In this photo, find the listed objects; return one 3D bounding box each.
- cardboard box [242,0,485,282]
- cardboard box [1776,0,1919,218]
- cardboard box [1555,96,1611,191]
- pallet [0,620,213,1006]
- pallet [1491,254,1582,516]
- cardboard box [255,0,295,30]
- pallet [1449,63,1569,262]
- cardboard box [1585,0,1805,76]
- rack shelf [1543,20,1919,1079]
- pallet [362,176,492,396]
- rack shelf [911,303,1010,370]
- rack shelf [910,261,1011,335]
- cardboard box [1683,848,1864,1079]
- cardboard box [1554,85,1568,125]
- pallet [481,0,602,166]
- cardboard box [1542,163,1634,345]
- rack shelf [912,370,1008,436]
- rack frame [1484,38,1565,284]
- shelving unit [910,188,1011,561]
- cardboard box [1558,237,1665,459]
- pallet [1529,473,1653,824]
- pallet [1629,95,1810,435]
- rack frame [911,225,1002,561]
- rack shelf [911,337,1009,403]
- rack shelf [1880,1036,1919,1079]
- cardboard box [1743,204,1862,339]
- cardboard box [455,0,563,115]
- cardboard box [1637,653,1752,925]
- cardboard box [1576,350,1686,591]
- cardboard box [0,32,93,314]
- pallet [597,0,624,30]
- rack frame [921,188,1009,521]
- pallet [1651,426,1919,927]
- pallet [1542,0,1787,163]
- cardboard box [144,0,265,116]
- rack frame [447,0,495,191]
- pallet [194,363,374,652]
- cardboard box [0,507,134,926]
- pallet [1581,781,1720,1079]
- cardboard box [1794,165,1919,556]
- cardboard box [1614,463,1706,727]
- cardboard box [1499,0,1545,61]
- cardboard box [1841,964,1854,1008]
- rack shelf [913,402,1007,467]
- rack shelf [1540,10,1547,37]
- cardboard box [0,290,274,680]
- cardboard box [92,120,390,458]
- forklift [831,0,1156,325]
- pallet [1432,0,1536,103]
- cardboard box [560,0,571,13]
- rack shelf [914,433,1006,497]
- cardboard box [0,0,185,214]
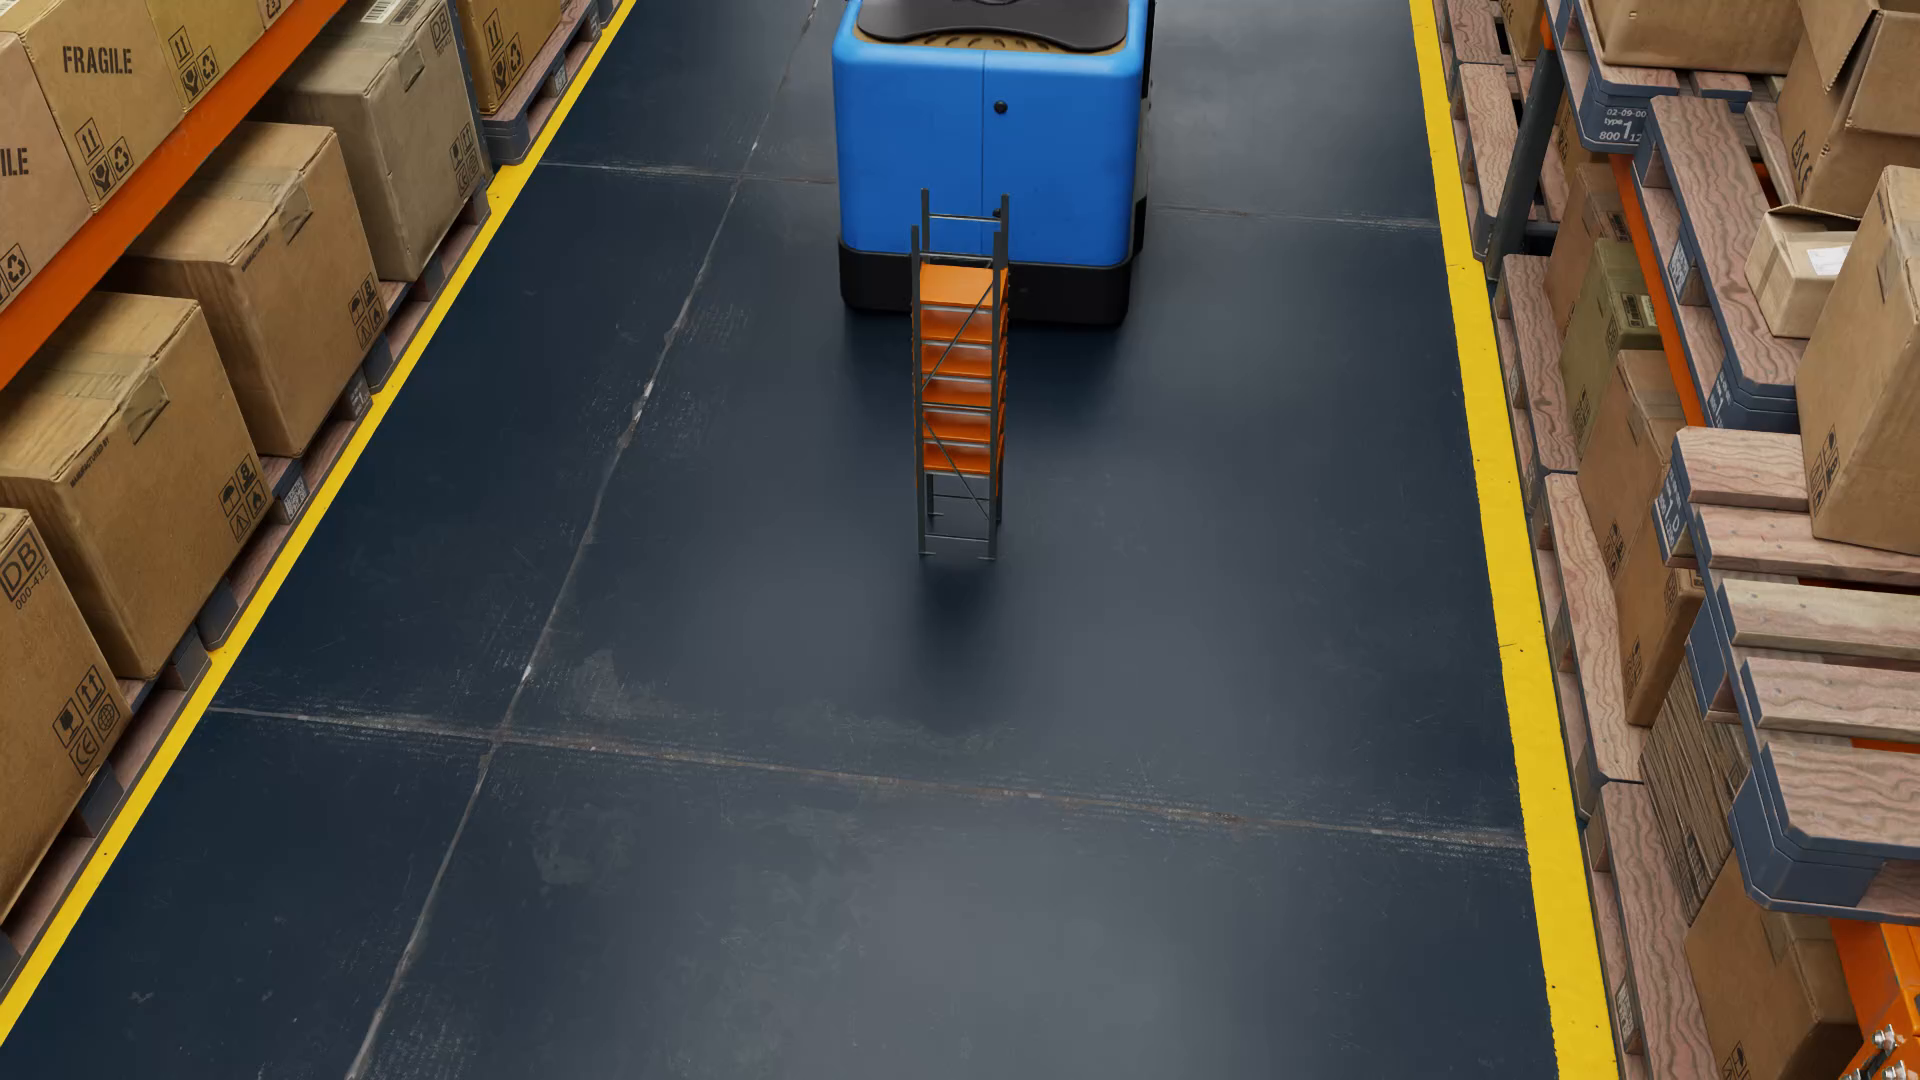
[{"bbox_3d":[-2.403,-1.482,5.964,1.050,0.750,0.750,5,44,5],"label":"cardboard box"},{"bbox_3d":[2.355,-1.058,3.805,0.797,0.503,0.637,9,44,10],"label":"cardboard box"},{"bbox_3d":[2.585,-1.571,6.241,0.500,0.500,0.500,4,44,4],"label":"cardboard box"},{"bbox_3d":[-2.760,0.631,4.430,1.003,0.211,1.213,5,44,6],"label":"pallet"},{"bbox_3d":[2.391,-0.514,5.640,1.003,0.211,1.213,5,44,6],"label":"pallet"},{"bbox_3d":[-2.281,-1.889,4.991,0.500,0.500,0.500,5,44,5],"label":"cardboard box"},{"bbox_3d":[2.546,-1.506,6.687,1.003,0.211,1.213,5,44,6],"label":"pallet"},{"bbox_3d":[2.249,-1.899,4.332,1.000,1.000,1.000,6,44,6],"label":"cardboard box"},{"bbox_3d":[2.228,-0.433,4.049,1.077,0.370,4.000,5,44,6],"label":"rack shelf"},{"bbox_3d":[-2.438,-1.032,6.186,1.003,0.211,1.213,5,44,6],"label":"pallet"},{"bbox_3d":[0.002,-0.588,4.713,0.258,0.103,0.180,5,44,6],"label":"rack shelf"},{"bbox_3d":[0.002,-0.675,4.631,0.258,0.103,0.180,5,44,6],"label":"rack shelf"},{"bbox_3d":[2.033,0.958,3.555,0.700,0.500,0.500,3,44,3],"label":"cardboard box"},{"bbox_3d":[2.653,-1.962,6.653,0.500,0.500,0.500,19,46,19],"label":"cardboard box"},{"bbox_3d":[-2.232,-2.076,7.289,1.003,0.211,1.213,5,44,6],"label":"pallet"},{"bbox_3d":[2.390,-0.893,5.510,0.700,0.500,0.500,2,43,2],"label":"cardboard box"},{"bbox_3d":[0.002,-0.413,4.878,0.258,0.103,0.180,5,44,6],"label":"rack shelf"},{"bbox_3d":[2.493,-2.058,5.241,1.000,3.000,0.127,5,44,6],"label":"rack frame"},{"bbox_3d":[0.002,-0.446,4.848,0.258,1.200,0.189,5,44,6],"label":"shelving unit"},{"bbox_3d":[2.308,-0.570,5.168,0.700,0.500,0.500,5,44,5],"label":"cardboard box"},{"bbox_3d":[2.232,0.320,4.759,1.003,0.211,1.213,5,44,6],"label":"pallet"},{"bbox_3d":[2.185,-0.615,3.857,1.003,0.211,1.213,5,44,6],"label":"pallet"},{"bbox_3d":[-0.010,-0.383,4.782,0.240,1.200,0.006,5,44,6],"label":"rack frame"},{"bbox_3d":[0.002,-0.500,4.796,0.258,0.103,0.180,5,44,6],"label":"rack shelf"},{"bbox_3d":[1.699,2.293,1.170,1.077,0.370,4.000,5,44,6],"label":"rack shelf"},{"bbox_3d":[1.917,-0.596,3.490,0.396,0.266,0.258,4,44,4],"label":"cardboard box"},{"bbox_3d":[-2.258,-2.381,6.822,0.875,0.875,0.875,6,44,6],"label":"cardboard box"},{"bbox_3d":[2.093,0.579,3.955,0.700,0.500,0.500,2,43,2],"label":"cardboard box"},{"bbox_3d":[2.235,-0.188,4.765,0.700,0.500,0.500,2,43,2],"label":"cardboard box"},{"bbox_3d":[-2.481,-0.859,3.903,0.500,0.500,0.500,5,44,5],"label":"cardboard box"},{"bbox_3d":[-2.074,-2.910,8.169,1.003,0.211,1.213,5,44,6],"label":"pallet"},{"bbox_3d":[0.014,-0.508,4.914,0.240,1.200,0.006,5,44,6],"label":"rack frame"},{"bbox_3d":[1.952,0.243,2.951,1.213,0.211,1.003,5,44,6],"label":"pallet"},{"bbox_3d":[2.247,-1.480,4.771,1.003,0.211,1.213,5,44,6],"label":"pallet"},{"bbox_3d":[-2.348,-1.545,4.627,0.500,0.500,0.500,6,44,6],"label":"cardboard box"},{"bbox_3d":[-2.410,-2.577,5.790,1.000,3.000,0.127,5,44,6],"label":"rack frame"},{"bbox_3d":[-2.597,-0.198,5.306,1.003,0.211,1.213,5,44,6],"label":"pallet"},{"bbox_3d":[-2.770,0.406,3.970,1.050,0.750,0.750,5,44,5],"label":"cardboard box"},{"bbox_3d":[2.069,1.149,3.883,1.003,0.211,1.213,5,44,6],"label":"pallet"},{"bbox_3d":[1.970,-0.281,2.987,0.700,0.500,0.500,11,45,12],"label":"cardboard box"},{"bbox_3d":[2.161,0.192,4.364,0.700,0.500,0.500,9,44,9],"label":"cardboard box"},{"bbox_3d":[2.658,-2.393,7.108,0.500,0.500,0.500,2,43,2],"label":"cardboard box"},{"bbox_3d":[2.023,0.685,3.298,0.500,0.250,0.500,7,44,7],"label":"cardboard box"},{"bbox_3d":[0.002,-0.326,4.961,0.258,0.103,0.180,5,44,6],"label":"rack shelf"},{"bbox_3d":[2.757,-3.159,6.928,1.077,0.370,4.000,5,44,6],"label":"rack shelf"},{"bbox_3d":[-2.657,-0.190,4.600,1.050,0.750,0.750,6,44,6],"label":"cardboard box"},{"bbox_3d":[-2.535,-0.825,5.270,1.050,0.750,0.750,5,44,6],"label":"cardboard box"},{"bbox_3d":[0.248,-2.851,6.129,1.130,2.935,3.031,5,44,5],"label":"forklift"},{"bbox_3d":[2.705,-2.340,7.568,1.003,0.211,1.213,5,44,6],"label":"pallet"},{"bbox_3d":[-2.143,-2.995,7.472,0.875,0.875,0.875,6,44,6],"label":"cardboard box"},{"bbox_3d":[0.002,-0.239,5.043,0.258,0.103,0.180,5,44,6],"label":"rack shelf"},{"bbox_3d":[-2.413,-1.199,4.262,0.500,0.500,0.500,5,44,5],"label":"cardboard box"}]
